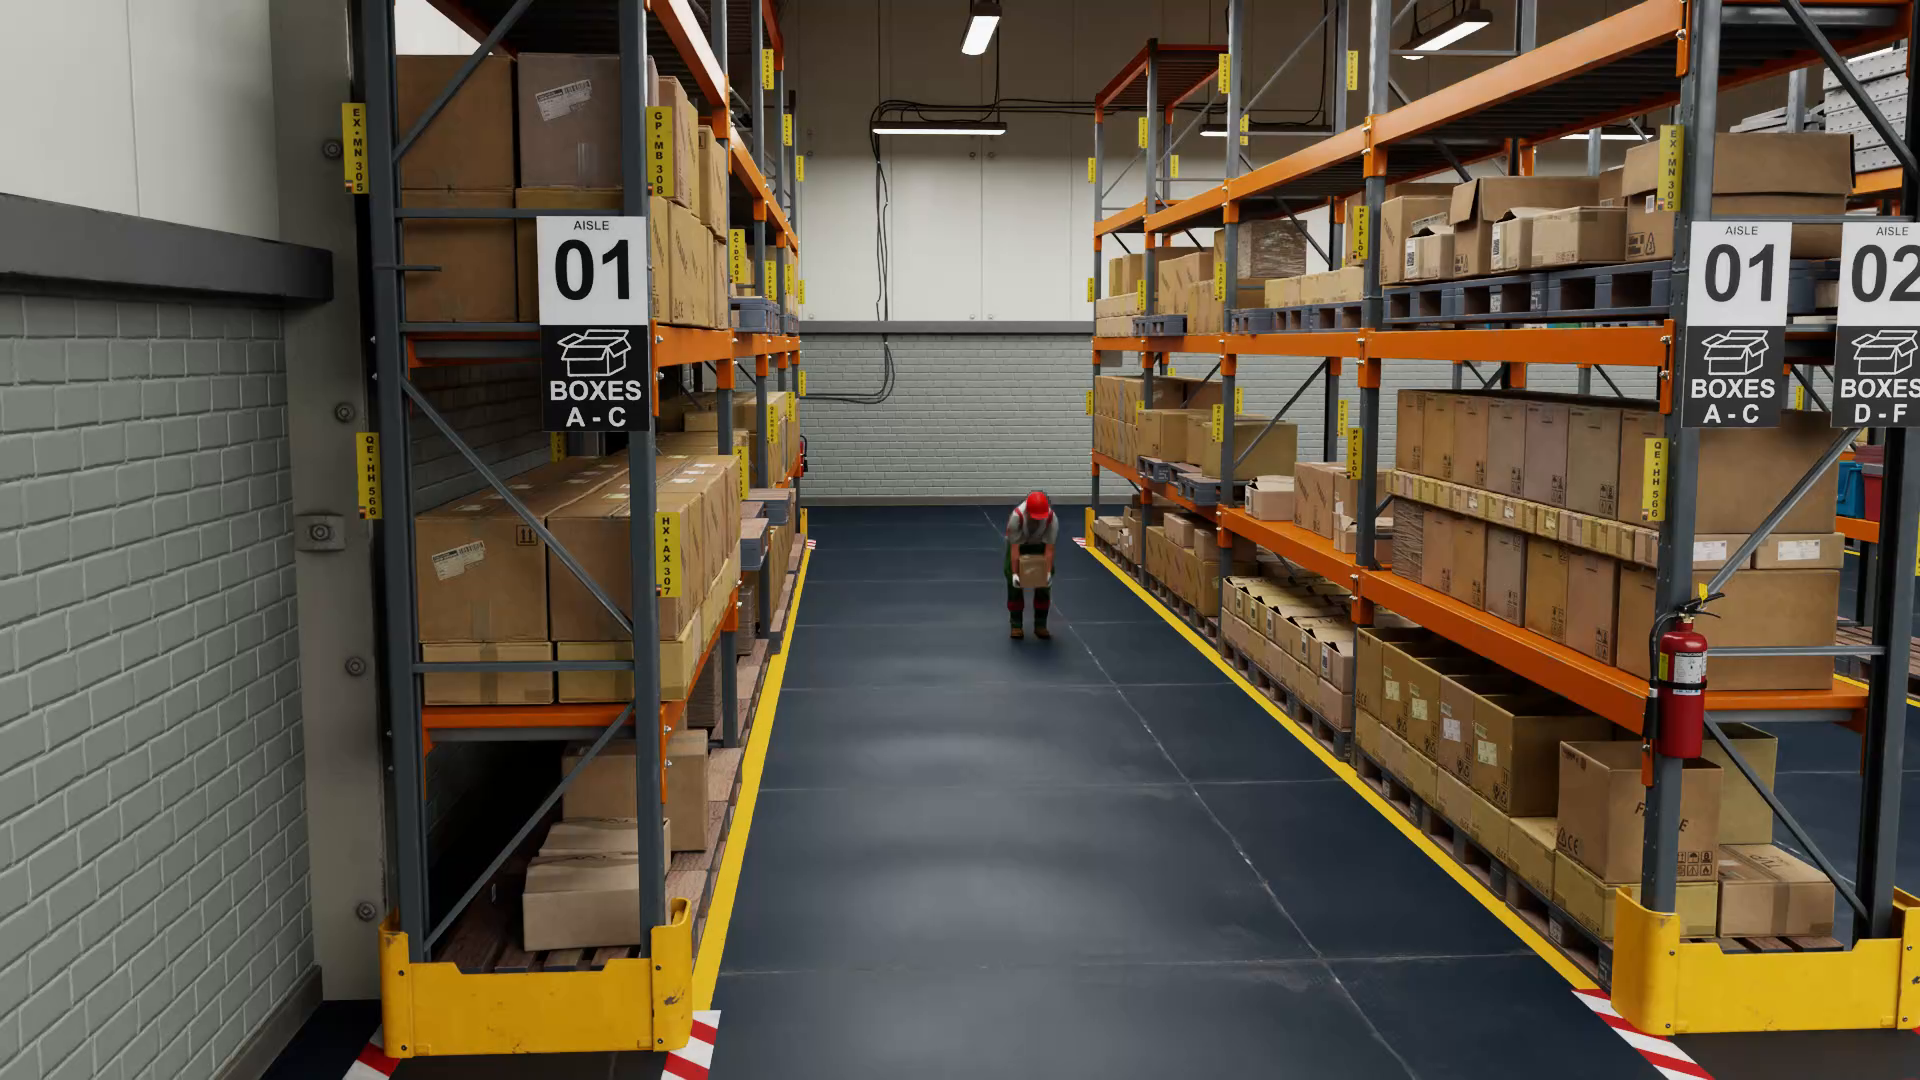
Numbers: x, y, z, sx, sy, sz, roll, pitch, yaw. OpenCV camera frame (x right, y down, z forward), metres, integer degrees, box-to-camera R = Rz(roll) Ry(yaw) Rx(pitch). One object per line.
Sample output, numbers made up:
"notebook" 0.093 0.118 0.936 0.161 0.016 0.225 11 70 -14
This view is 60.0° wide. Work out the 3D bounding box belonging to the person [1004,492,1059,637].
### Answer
"person" 0.662 0.223 15.386 0.480 1.401 0.887 -1 7 -5
